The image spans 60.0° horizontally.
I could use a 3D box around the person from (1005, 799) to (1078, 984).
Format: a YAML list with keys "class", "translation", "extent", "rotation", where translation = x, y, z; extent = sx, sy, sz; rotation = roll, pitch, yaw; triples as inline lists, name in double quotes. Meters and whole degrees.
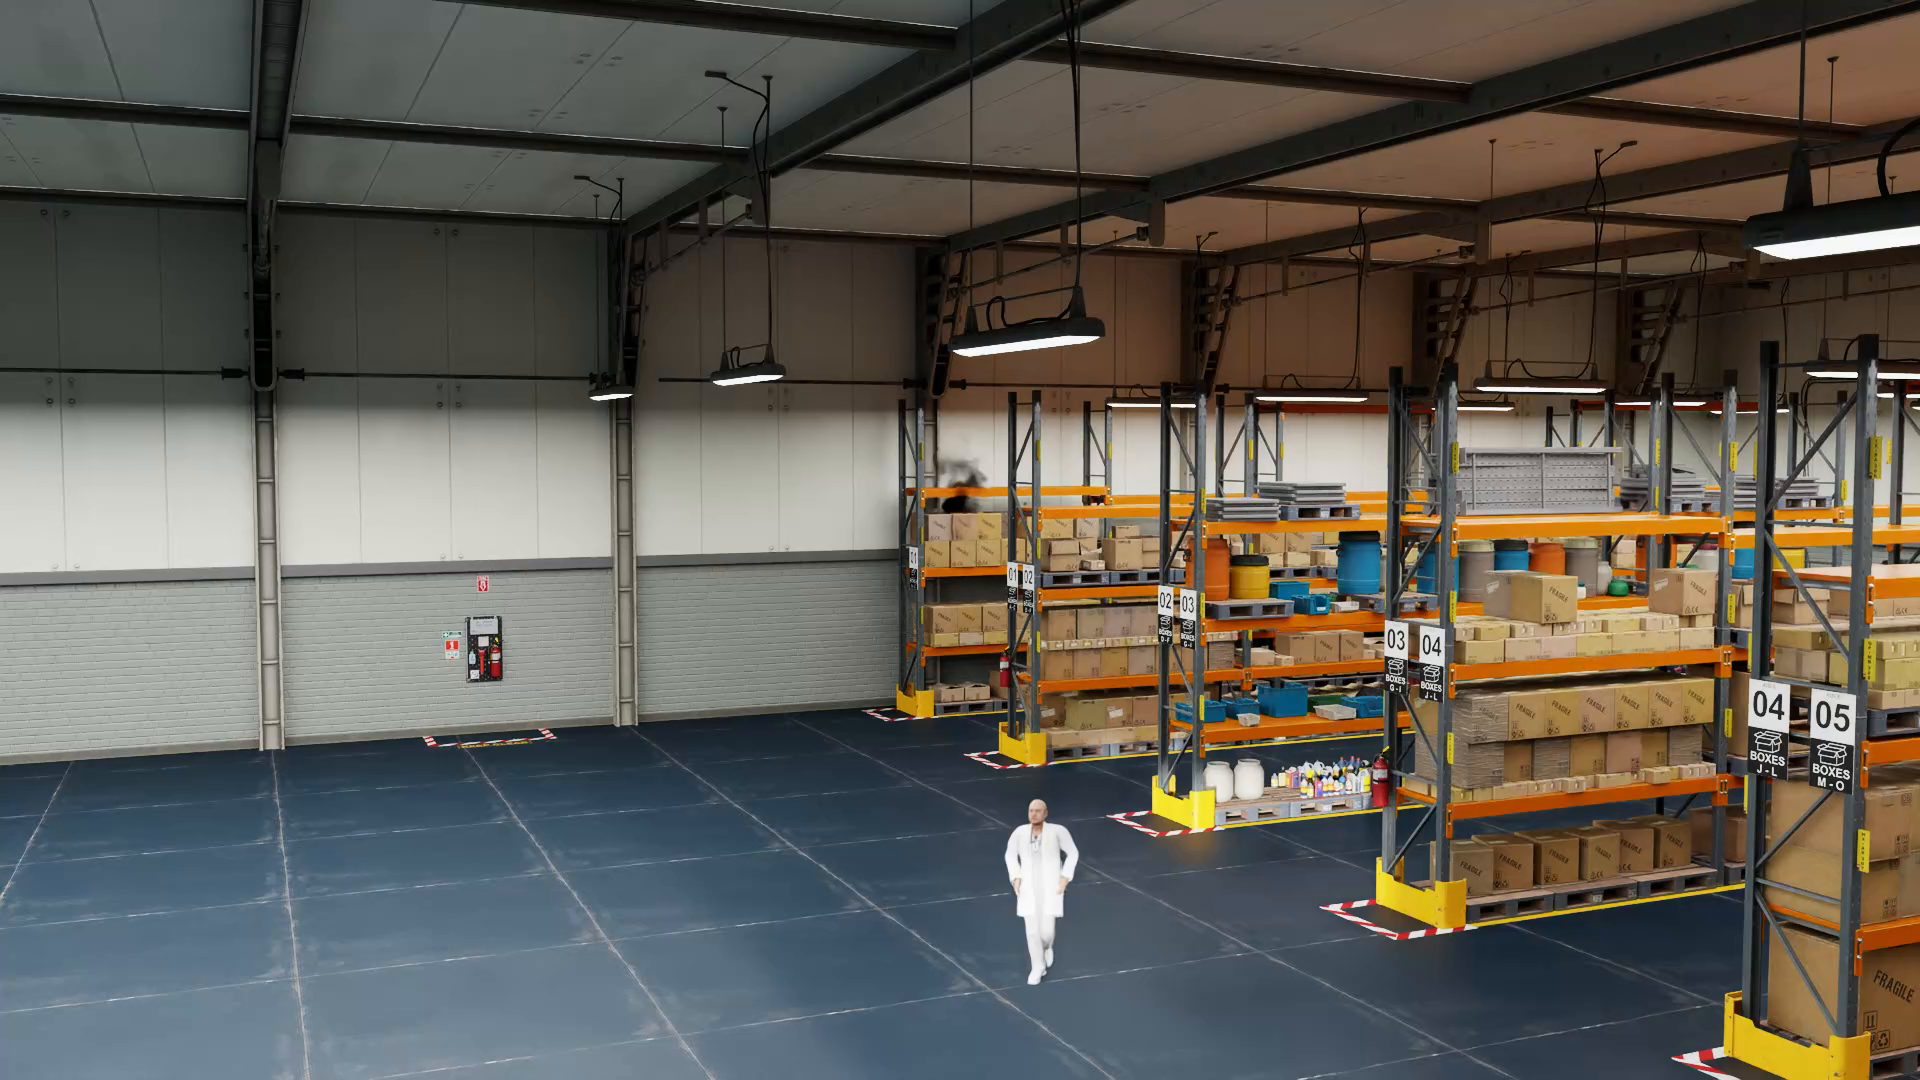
- class: "person"
  translation: [0.769, 3.363, 16.006]
  extent: [0.711, 1.744, 0.585]
  rotation: [1, 3, 13]

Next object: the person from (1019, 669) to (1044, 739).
- class: "person"
  translation: [1.341, 2.602, 29.070]
  extent: [0.970, 1.653, 0.574]
  rotation: [-2, 4, -31]
